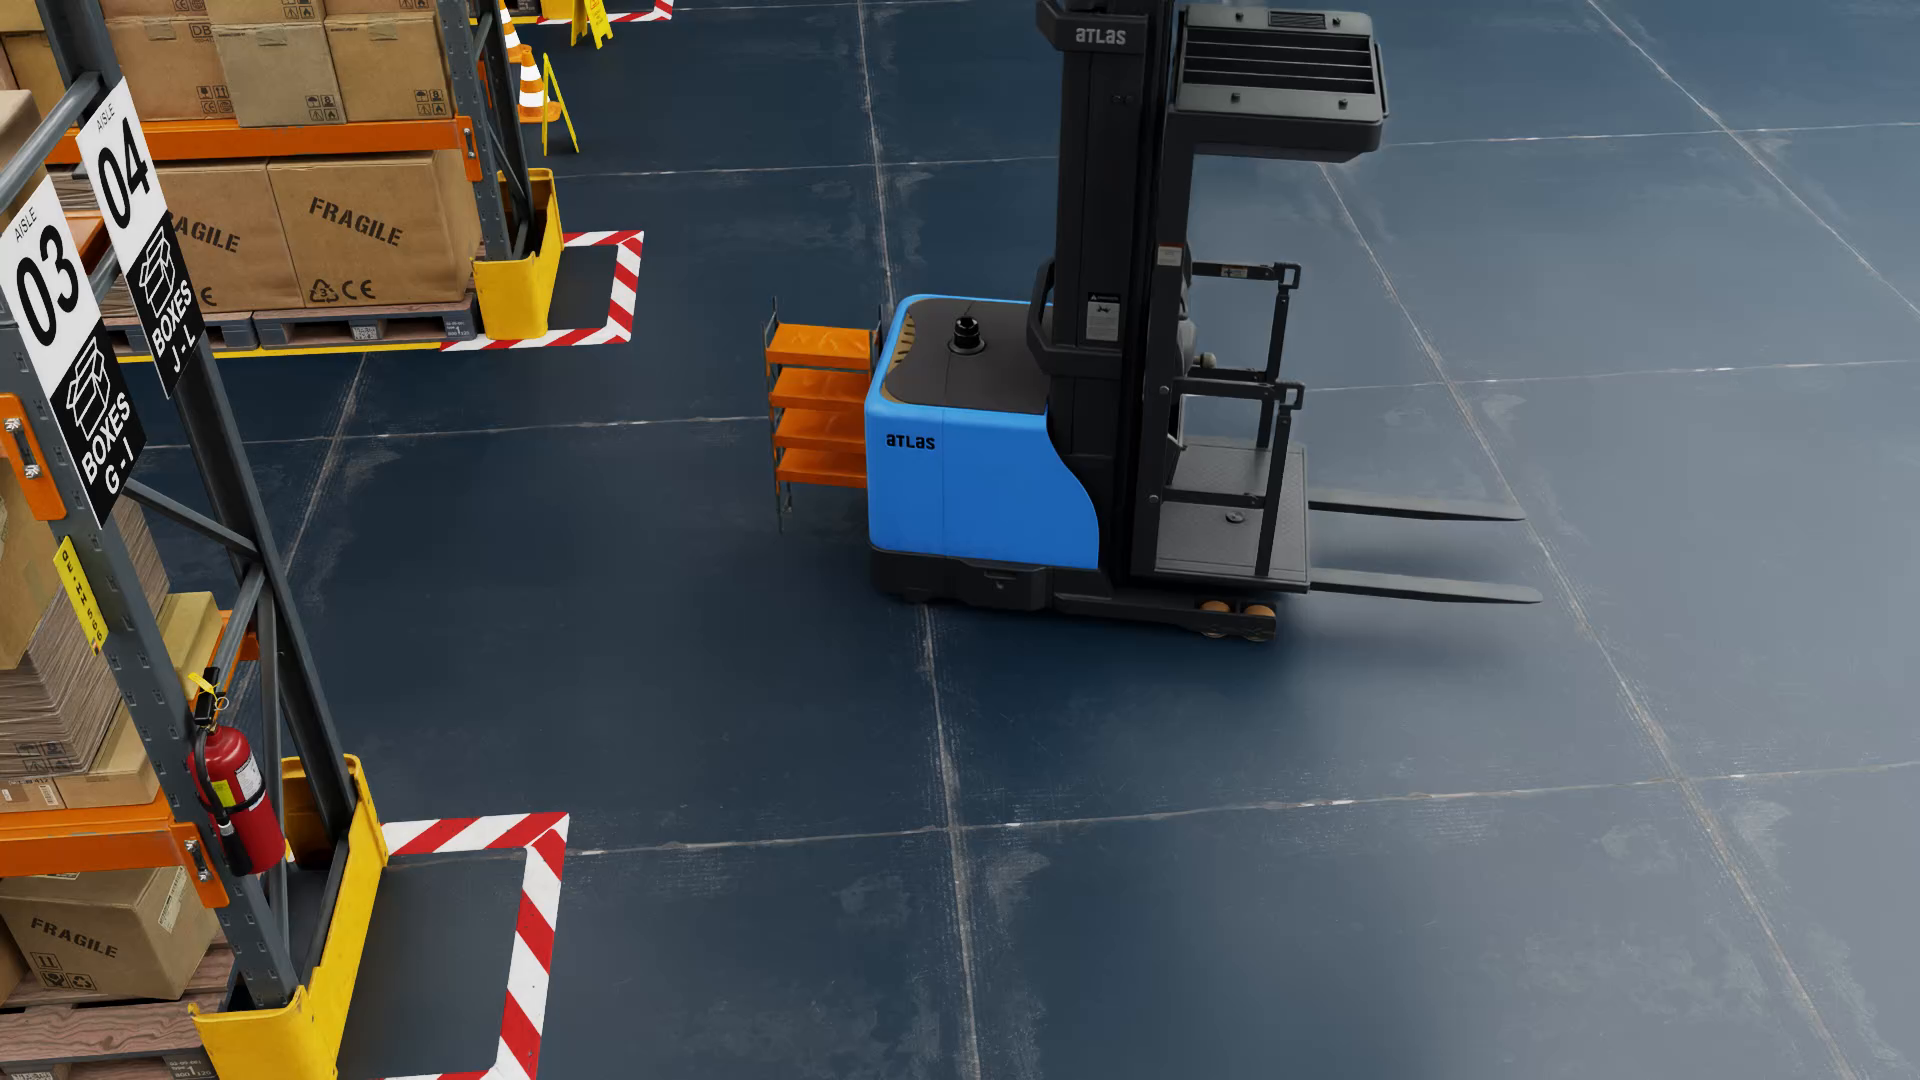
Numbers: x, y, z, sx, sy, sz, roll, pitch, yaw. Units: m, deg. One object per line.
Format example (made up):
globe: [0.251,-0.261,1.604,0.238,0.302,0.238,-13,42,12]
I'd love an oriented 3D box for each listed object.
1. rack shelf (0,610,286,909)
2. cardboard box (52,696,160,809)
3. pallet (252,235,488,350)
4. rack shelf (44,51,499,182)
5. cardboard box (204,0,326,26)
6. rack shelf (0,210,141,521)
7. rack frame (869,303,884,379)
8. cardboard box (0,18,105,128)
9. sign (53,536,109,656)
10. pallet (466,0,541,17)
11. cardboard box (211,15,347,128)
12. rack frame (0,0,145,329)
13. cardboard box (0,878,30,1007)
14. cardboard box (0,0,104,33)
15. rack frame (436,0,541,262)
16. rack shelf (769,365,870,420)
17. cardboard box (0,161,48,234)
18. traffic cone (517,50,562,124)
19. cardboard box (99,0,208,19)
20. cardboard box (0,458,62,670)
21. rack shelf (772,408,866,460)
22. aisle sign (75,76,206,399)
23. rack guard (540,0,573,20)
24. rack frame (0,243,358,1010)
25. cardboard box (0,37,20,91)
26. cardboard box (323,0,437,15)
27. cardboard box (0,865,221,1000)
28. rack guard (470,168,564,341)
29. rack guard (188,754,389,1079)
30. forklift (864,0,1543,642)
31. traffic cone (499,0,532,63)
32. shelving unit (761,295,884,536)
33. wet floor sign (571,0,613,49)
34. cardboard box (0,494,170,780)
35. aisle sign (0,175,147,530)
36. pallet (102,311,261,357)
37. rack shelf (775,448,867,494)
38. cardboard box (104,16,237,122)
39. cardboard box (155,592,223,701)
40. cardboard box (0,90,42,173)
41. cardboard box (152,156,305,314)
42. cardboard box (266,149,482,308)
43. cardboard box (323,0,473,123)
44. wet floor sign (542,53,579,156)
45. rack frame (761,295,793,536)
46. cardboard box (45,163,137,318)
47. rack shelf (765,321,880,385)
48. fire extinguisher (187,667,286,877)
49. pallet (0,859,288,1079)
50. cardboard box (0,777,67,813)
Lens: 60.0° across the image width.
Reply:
rack shelf: [-4.279,0.774,5.250,4.000,0.370,1.077,-3,38,-4]
cardboard box: [-2.552,0.623,5.063,0.250,0.149,0.380,-3,38,-4]
pallet: [-3.415,-1.497,9.799,1.213,0.211,1.003,-3,38,-4]
rack shelf: [-4.617,-2.292,9.136,4.000,0.370,1.077,-3,38,-4]
cardboard box: [-3.538,-3.083,8.565,0.550,0.550,0.875,-3,38,-4]
rack shelf: [-4.279,-0.404,4.321,4.000,0.370,1.077,-3,38,-4]
rack frame: [-0.375,-0.520,7.762,0.015,1.200,0.240,5,39,7]
cardboard box: [-4.630,-2.643,8.879,0.500,0.550,0.875,-3,38,-4]
sign: [-2.257,0.147,4.275,0.005,0.325,0.100,-3,38,-4]
pallet: [-4.052,-4.611,13.746,1.213,0.211,1.003,-3,38,-4]
cardboard box: [-3.537,-2.651,8.889,0.550,0.550,0.875,-3,38,-4]
rack frame: [-2.287,-1.973,3.308,0.127,3.000,1.000,-3,38,-4]
cardboard box: [-3.502,1.276,5.712,0.500,0.500,0.500,6,39,8]
cardboard box: [-4.624,-3.027,8.494,0.500,0.550,0.875,-3,38,-4]
rack frame: [-2.625,-2.684,9.052,0.127,3.000,1.000,-3,38,-4]
rack shelf: [-0.617,-0.665,7.693,0.480,0.148,0.258,5,39,7]
cardboard box: [-2.789,-0.870,4.453,0.500,0.250,0.500,-2,38,-3]
traffic cone: [-3.041,-3.251,11.819,0.334,0.463,0.336,-3,38,-4]
cardboard box: [-4.108,-3.136,8.633,0.550,0.550,0.875,-3,38,-4]
cardboard box: [-2.813,0.016,4.502,0.500,0.500,0.500,-3,38,-4]
rack shelf: [-0.617,-0.489,7.832,0.480,0.148,0.258,5,39,7]
aisle sign: [-2.251,-0.827,4.600,0.004,0.787,0.394,-3,38,-4]
rack guard: [-3.240,-4.747,13.685,0.348,0.500,1.175,-3,38,-4]
rack frame: [-2.287,0.382,5.167,0.127,3.000,1.000,-3,38,-4]
cardboard box: [-5.149,-2.552,8.764,0.550,0.550,0.875,-3,38,-4]
cardboard box: [-2.998,-3.170,8.676,0.550,0.550,0.875,-3,38,-4]
cardboard box: [-2.910,1.222,5.780,0.500,0.500,0.500,4,38,4]
rack guard: [-2.601,-1.704,9.828,0.348,0.500,1.175,-3,38,-4]
rack guard: [-2.362,1.367,5.936,0.348,0.500,1.175,-3,38,-4]
forklift: [1.135,-1.047,7.033,3.031,2.935,1.130,5,39,7]
traffic cone: [-3.478,-3.917,12.663,0.334,0.463,0.336,-3,38,-4]
shelving unit: [-0.617,-0.542,7.790,0.503,1.200,0.258,5,39,7]
wet floor sign: [-2.880,-4.159,12.822,0.232,0.644,0.267,9,39,12]
cardboard box: [-2.837,0.239,5.027,0.500,0.500,0.875,-3,38,-4]
aisle sign: [-2.198,-0.457,4.131,0.004,0.787,0.394,-3,38,-4]
pallet: [-4.627,-1.432,9.717,1.213,0.211,1.003,-3,38,-4]
rack shelf: [-0.617,-0.333,7.955,0.480,0.148,0.258,5,39,7]
cardboard box: [-4.106,-2.698,8.948,0.550,0.550,0.875,-3,38,-4]
cardboard box: [-2.592,0.349,5.411,0.250,0.149,0.380,-3,38,-4]
cardboard box: [-2.581,-1.021,4.322,0.250,0.149,0.380,-3,38,-4]
cardboard box: [-4.171,-1.887,9.419,0.875,0.875,0.875,-4,38,-5]
cardboard box: [-3.295,-1.937,9.481,0.875,0.875,0.875,-3,38,-4]
cardboard box: [-2.991,-2.695,8.944,0.550,0.550,0.875,-3,38,-4]
wet floor sign: [-2.772,-2.983,11.332,0.232,0.644,0.267,-9,39,-12]
rack frame: [-0.858,-0.564,7.818,0.015,1.200,0.240,5,39,7]
cardboard box: [-5.079,-1.838,9.357,0.875,0.875,0.875,-3,38,-4]
rack shelf: [-0.617,-0.850,7.547,0.480,0.148,0.258,5,39,7]
fire extinguisher: [-2.132,0.690,4.838,0.183,0.674,0.296,-3,38,-4]
pallet: [-3.175,1.503,5.996,1.213,0.211,1.003,-3,38,-4]
cardboard box: [-2.801,0.637,5.046,0.250,0.149,0.380,-3,38,-4]
